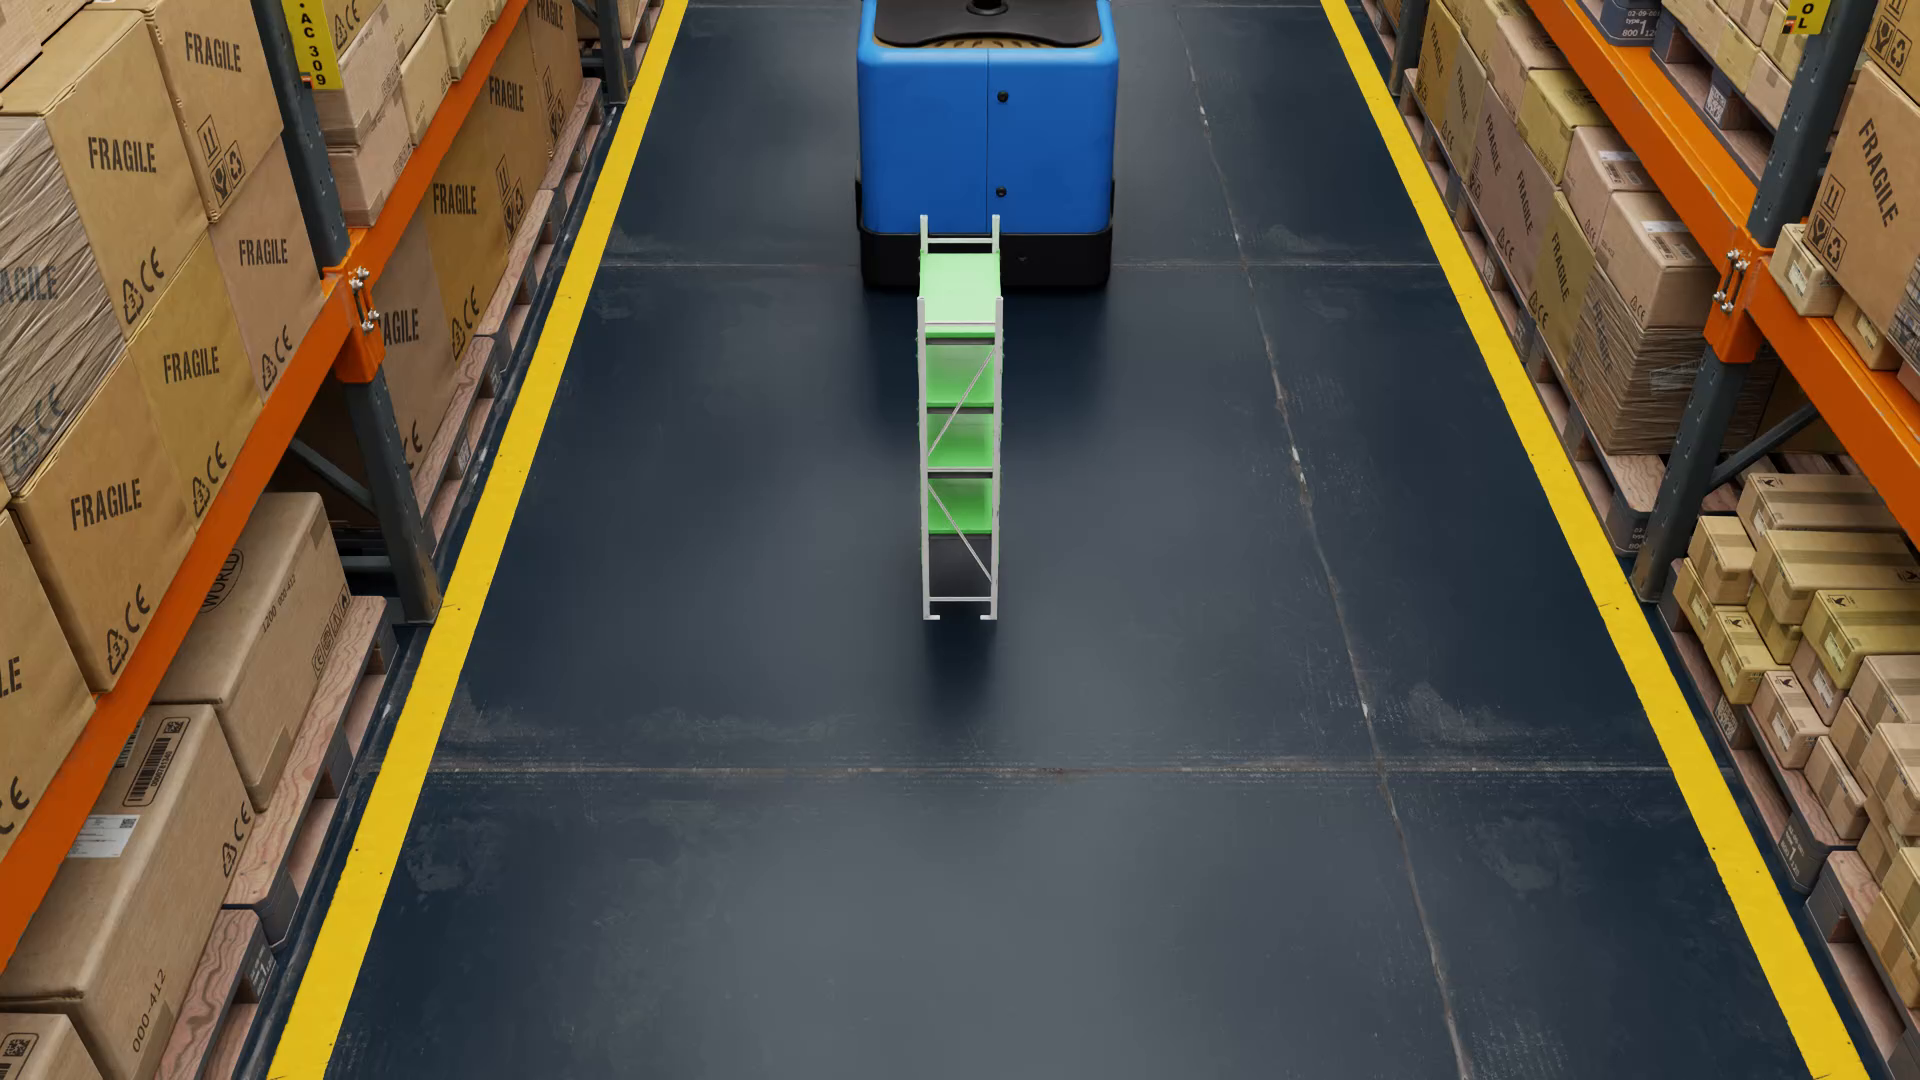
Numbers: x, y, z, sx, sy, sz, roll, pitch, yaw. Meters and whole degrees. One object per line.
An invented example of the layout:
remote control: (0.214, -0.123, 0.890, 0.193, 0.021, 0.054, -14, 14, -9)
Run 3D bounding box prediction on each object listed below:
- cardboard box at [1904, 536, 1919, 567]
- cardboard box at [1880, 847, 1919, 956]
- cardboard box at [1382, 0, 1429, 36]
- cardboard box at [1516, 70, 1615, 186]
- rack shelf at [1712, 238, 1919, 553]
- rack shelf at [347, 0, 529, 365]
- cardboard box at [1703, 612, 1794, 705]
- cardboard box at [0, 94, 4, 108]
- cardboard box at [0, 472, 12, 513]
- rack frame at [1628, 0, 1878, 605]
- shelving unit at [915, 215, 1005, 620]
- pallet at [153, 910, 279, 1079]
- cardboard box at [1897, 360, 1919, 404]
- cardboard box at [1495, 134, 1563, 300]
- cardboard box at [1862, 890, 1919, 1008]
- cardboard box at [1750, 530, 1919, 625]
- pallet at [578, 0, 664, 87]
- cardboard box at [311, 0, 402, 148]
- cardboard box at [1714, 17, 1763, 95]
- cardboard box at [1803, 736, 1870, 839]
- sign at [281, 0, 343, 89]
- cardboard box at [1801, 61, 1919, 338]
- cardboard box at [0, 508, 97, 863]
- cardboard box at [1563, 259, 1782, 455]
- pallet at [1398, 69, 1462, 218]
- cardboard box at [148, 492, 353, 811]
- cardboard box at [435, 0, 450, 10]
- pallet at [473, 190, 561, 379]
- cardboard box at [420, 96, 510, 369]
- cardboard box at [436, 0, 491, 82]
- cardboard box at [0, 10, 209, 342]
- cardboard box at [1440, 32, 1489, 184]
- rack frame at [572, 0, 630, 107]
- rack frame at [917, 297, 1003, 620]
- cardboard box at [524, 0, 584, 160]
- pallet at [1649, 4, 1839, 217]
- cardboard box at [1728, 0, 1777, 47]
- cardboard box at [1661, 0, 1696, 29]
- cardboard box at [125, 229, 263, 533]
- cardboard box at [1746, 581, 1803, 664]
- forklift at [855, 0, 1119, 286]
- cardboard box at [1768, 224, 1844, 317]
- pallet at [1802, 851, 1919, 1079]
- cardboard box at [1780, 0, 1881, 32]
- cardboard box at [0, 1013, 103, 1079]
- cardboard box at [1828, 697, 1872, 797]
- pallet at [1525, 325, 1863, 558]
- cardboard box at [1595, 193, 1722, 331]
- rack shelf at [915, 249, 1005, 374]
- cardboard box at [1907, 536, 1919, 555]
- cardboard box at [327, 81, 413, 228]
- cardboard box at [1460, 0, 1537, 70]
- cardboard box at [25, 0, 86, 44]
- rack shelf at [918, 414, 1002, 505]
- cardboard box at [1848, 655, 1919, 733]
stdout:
cardboard box: (3.061, 0.034, 5.015, 0.380, 0.149, 0.250, 1, 39, 1)
cardboard box: (2.460, 0.873, 3.968, 0.380, 0.149, 0.250, 0, 39, 0)
cardboard box: (2.827, -3.164, 8.763, 1.050, 0.750, 0.750, -1, 39, -1)
cardboard box: (2.487, -1.594, 6.404, 0.500, 0.250, 0.500, -2, 39, -2)
rack shelf: (2.745, 0.536, 3.258, 1.077, 0.370, 4.000, 0, 39, 0)
rack shelf: (-2.210, -1.899, 6.296, 1.077, 0.370, 4.000, 0, 39, 0)
cardboard box: (2.422, 0.347, 4.862, 0.380, 0.149, 0.250, 1, 39, 1)
cardboard box: (-1.952, -0.783, 2.930, 0.380, 0.149, 0.250, 0, 39, 0)
cardboard box: (-1.936, -0.114, 2.614, 0.500, 0.500, 0.500, 0, 39, 0)
rack frame: (2.742, -0.996, 4.594, 1.000, 3.000, 0.127, 0, 39, 0)
shelving unit: (0.000, -0.365, 5.246, 0.258, 1.200, 0.503, 0, 39, 0)
pallet: (-2.281, 1.400, 3.835, 1.003, 0.211, 1.213, 0, 39, 0)
cardboard box: (2.543, -0.392, 4.041, 0.380, 0.149, 0.250, -2, 39, -2)
cardboard box: (2.493, -1.288, 6.622, 0.500, 0.500, 0.500, -1, 39, -1)
cardboard box: (2.464, 0.992, 4.057, 0.380, 0.149, 0.250, -1, 39, -1)
cardboard box: (2.477, 0.109, 4.684, 0.380, 0.149, 0.250, 2, 39, 2)
pallet: (-2.211, -2.831, 9.114, 1.003, 0.211, 1.213, 0, 39, 0)
cardboard box: (-1.926, -1.341, 4.745, 0.500, 0.250, 0.500, -1, 39, -1)
cardboard box: (2.543, -1.472, 5.054, 0.380, 0.149, 0.250, 0, 39, 0)
cardboard box: (2.524, 0.661, 4.470, 0.380, 0.149, 0.250, -1, 39, -1)
sign: (-1.652, -1.299, 4.217, 0.100, 0.325, 0.005, 0, 39, 0)
cardboard box: (2.491, -0.841, 4.083, 0.500, 0.500, 0.500, -1, 39, -1)
cardboard box: (-1.945, 0.285, 2.915, 0.500, 0.500, 0.500, 1, 39, 1)
cardboard box: (2.490, -0.647, 5.821, 0.500, 0.500, 0.500, -1, 39, -1)
pallet: (2.737, -1.920, 7.977, 1.003, 0.211, 1.213, 0, 39, 0)
cardboard box: (-2.314, 0.300, 4.690, 0.875, 0.438, 0.875, -1, 39, -1)
cardboard box: (-1.929, -1.982, 5.545, 0.500, 0.250, 0.500, 0, 39, 1)
pallet: (-2.288, -1.088, 6.939, 1.003, 0.211, 1.213, 0, 39, 0)
cardboard box: (-2.297, -1.216, 6.232, 0.875, 0.875, 0.875, 1, 39, 1)
cardboard box: (-1.931, -1.790, 5.705, 0.500, 0.250, 0.500, 0, 39, 0)
cardboard box: (-1.938, -0.746, 3.403, 0.500, 0.500, 0.500, -1, 39, -1)
cardboard box: (2.488, -1.929, 7.421, 0.500, 0.500, 0.500, 0, 39, 0)
rack frame: (-2.212, -3.430, 7.632, 1.000, 3.000, 0.127, 0, 39, 0)
rack frame: (0.000, -0.212, 5.055, 0.240, 1.200, 0.015, 0, 39, 0)
cardboard box: (-2.294, -2.333, 7.626, 0.875, 0.875, 0.875, 0, 39, 0)
pallet: (2.887, -1.399, 5.250, 1.003, 0.211, 1.213, 0, 39, 0)
cardboard box: (2.543, -1.591, 4.964, 0.380, 0.149, 0.250, 0, 39, 0)
cardboard box: (2.545, -1.785, 5.444, 0.380, 0.149, 0.250, -2, 39, -2)
cardboard box: (-1.945, -0.356, 3.716, 0.500, 0.500, 0.500, -1, 39, -1)
cardboard box: (2.513, 0.222, 4.780, 0.380, 0.149, 0.250, 0, 39, 0)
forklift: (0.109, -3.099, 7.273, 1.130, 2.935, 3.031, 0, 39, 0)
cardboard box: (2.416, -0.720, 4.451, 0.380, 0.149, 0.250, 1, 39, 2)
pallet: (2.783, 1.277, 3.987, 1.003, 0.211, 1.213, 0, 39, 0)
cardboard box: (2.547, -1.545, 4.668, 0.380, 0.149, 0.250, 2, 39, 2)
cardboard box: (-2.313, 1.423, 3.288, 0.875, 0.438, 0.875, 1, 39, 1)
cardboard box: (2.547, 0.543, 4.380, 0.380, 0.149, 0.250, -2, 39, -2)
pallet: (2.740, -0.394, 6.073, 1.003, 0.211, 1.213, 0, 39, 0)
cardboard box: (2.489, -0.942, 5.591, 0.500, 0.250, 0.500, -1, 39, -1)
rack shelf: (0.000, -0.689, 4.985, 0.258, 0.148, 0.480, 0, 39, 0)
cardboard box: (3.003, -0.057, 4.891, 0.380, 0.149, 0.250, 1, 39, 1)
cardboard box: (-1.944, -1.146, 4.901, 0.500, 0.250, 0.500, -1, 39, -1)
cardboard box: (2.497, -2.230, 7.197, 0.500, 0.250, 0.500, 0, 39, -1)
cardboard box: (-2.007, -1.098, 3.323, 0.380, 0.149, 0.250, 0, 39, 0)
rack shelf: (0.000, -0.315, 5.286, 0.258, 0.148, 0.480, 0, 39, 0)
cardboard box: (2.549, 0.430, 4.283, 0.380, 0.149, 0.250, -1, 39, -1)
